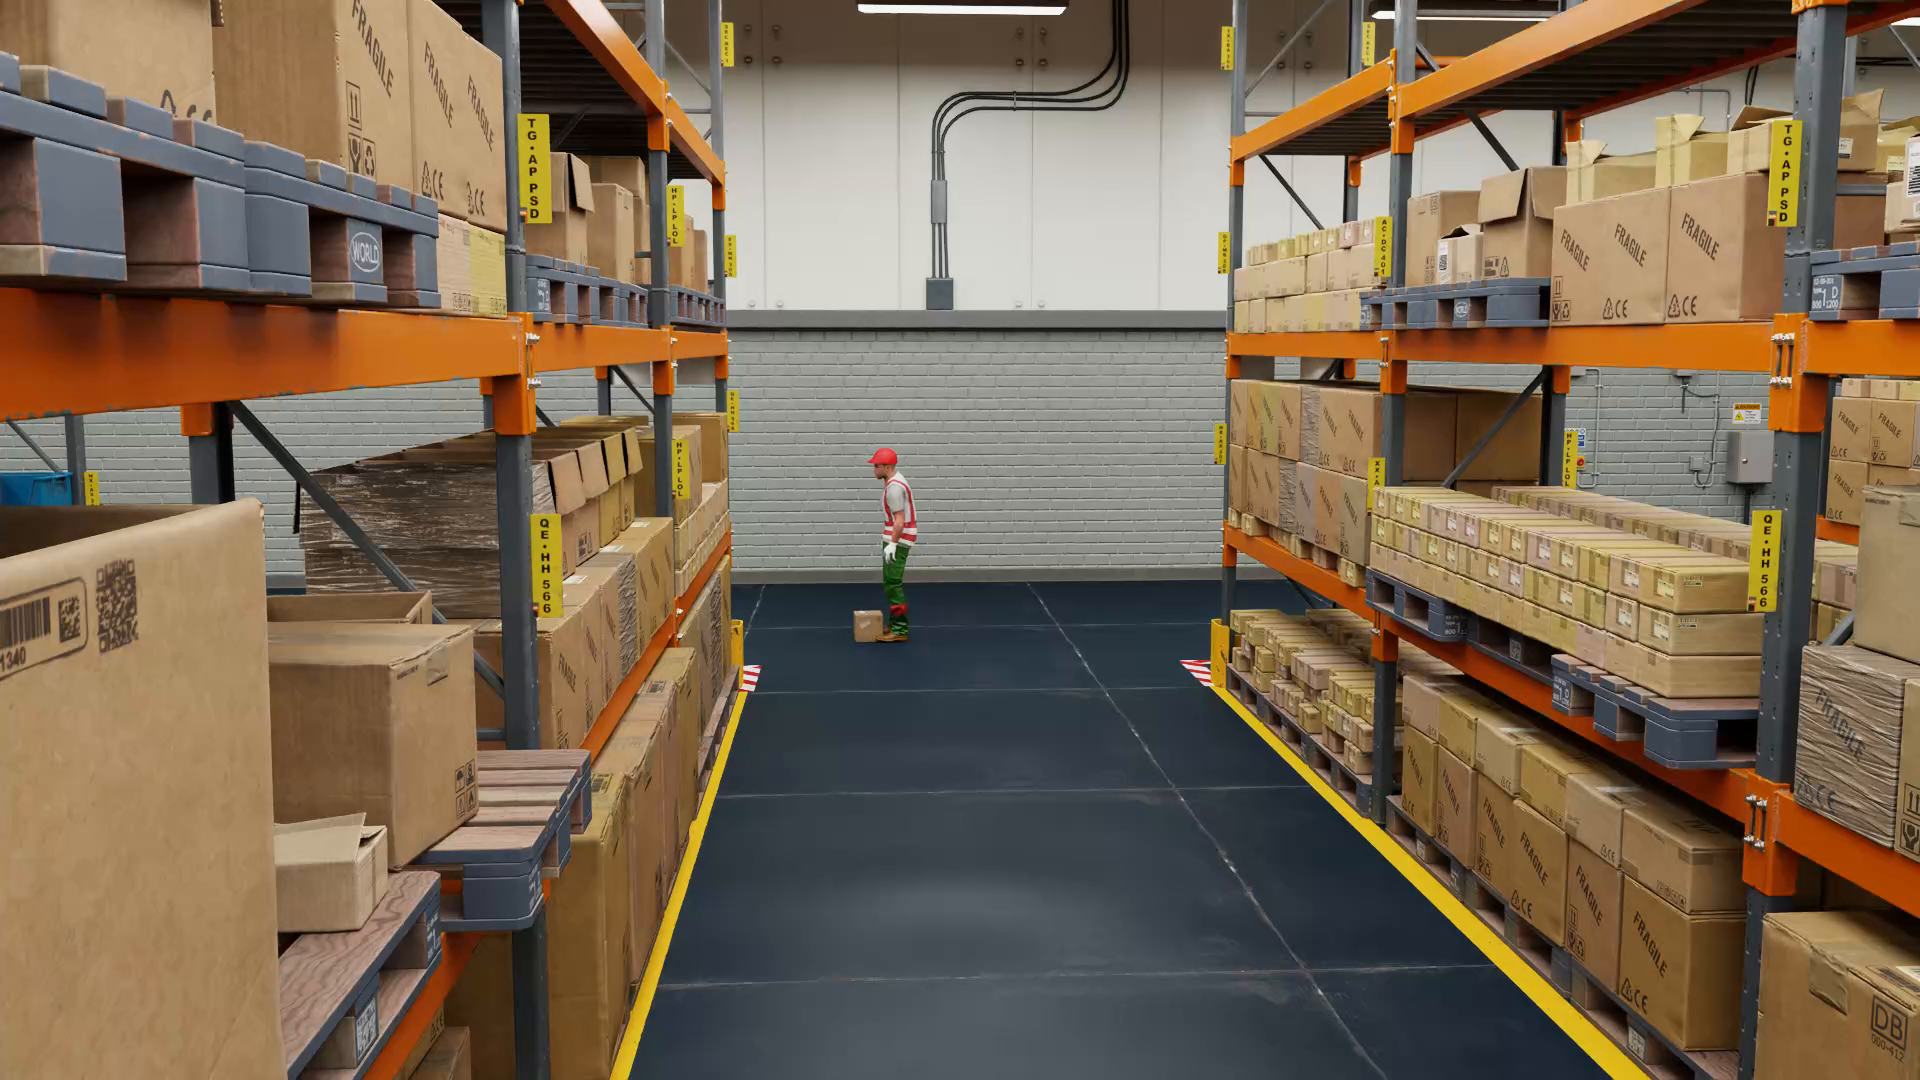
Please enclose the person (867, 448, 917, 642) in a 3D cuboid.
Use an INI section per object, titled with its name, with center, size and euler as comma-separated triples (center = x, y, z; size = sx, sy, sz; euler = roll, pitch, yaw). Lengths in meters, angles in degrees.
[person]
center = -0.627, 0.040, 15.339
size = 0.454, 1.779, 0.609
euler = 0, 7, -4
